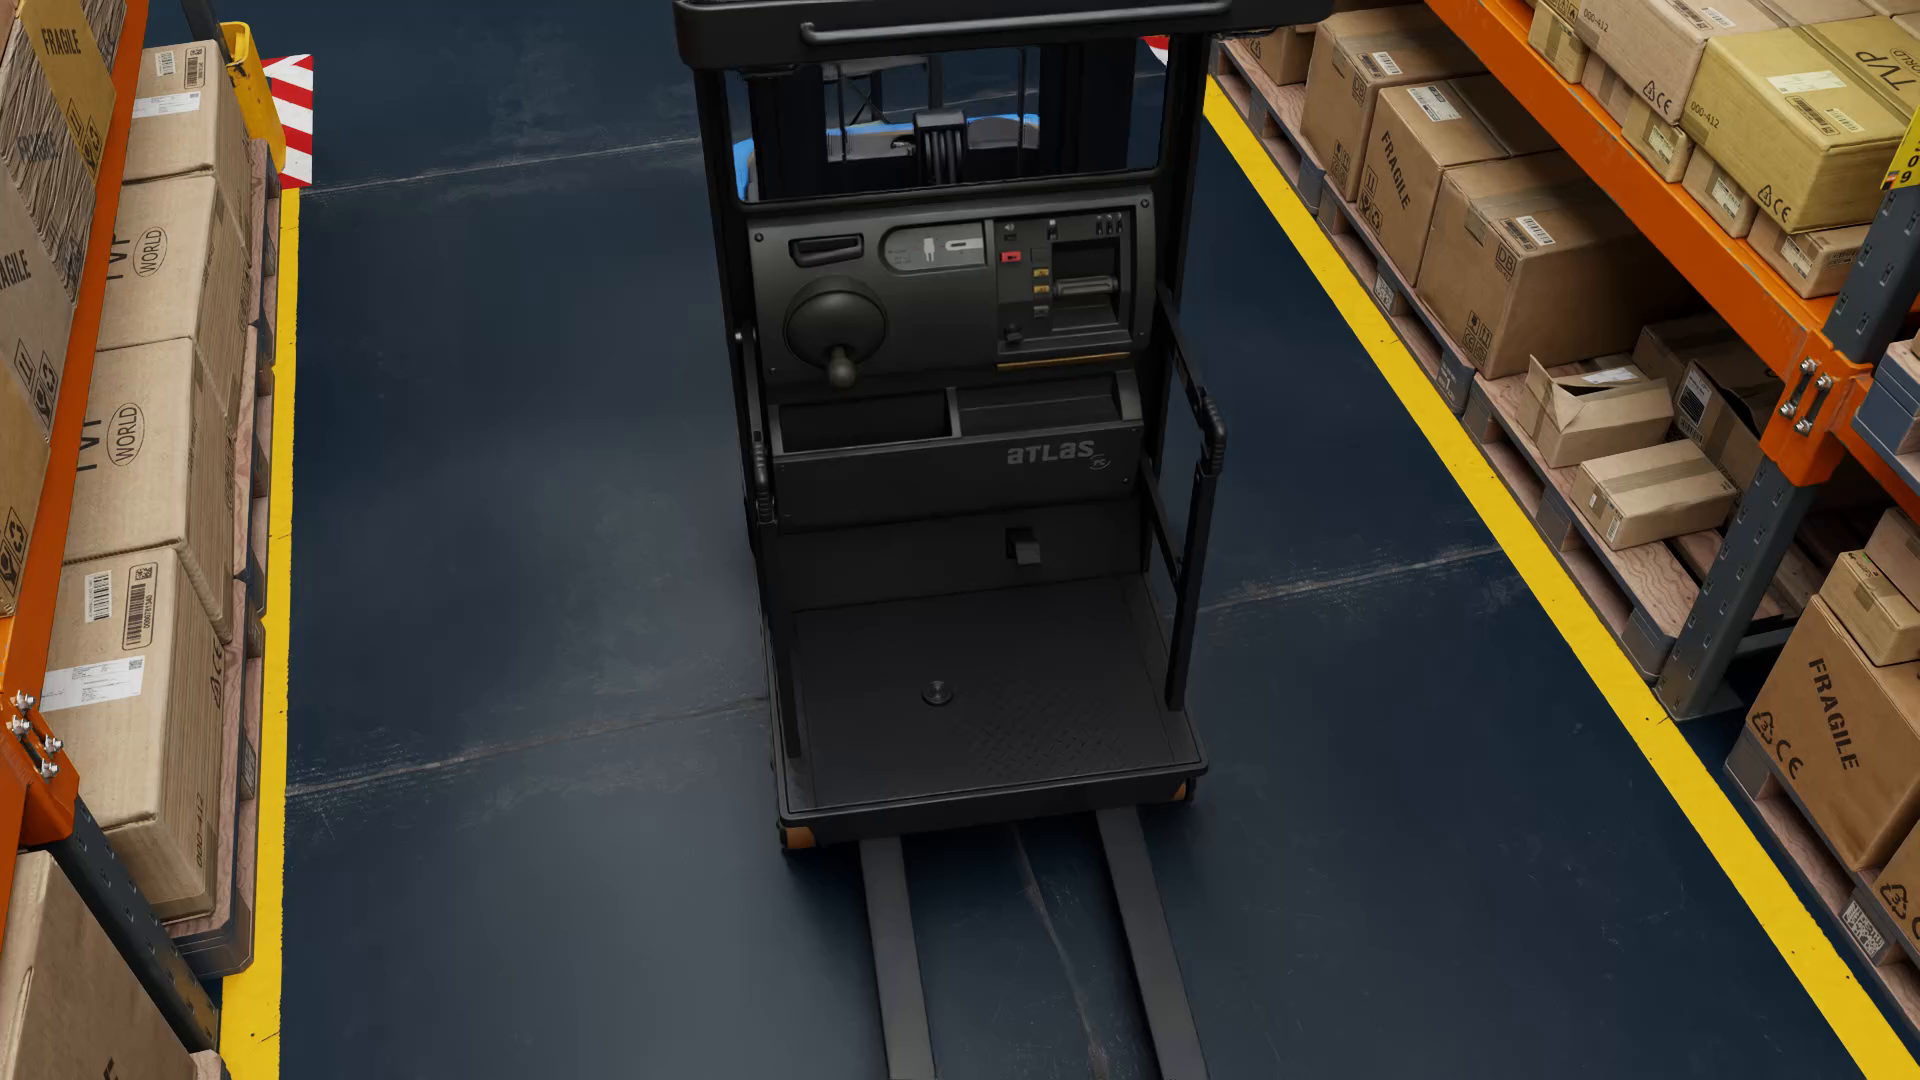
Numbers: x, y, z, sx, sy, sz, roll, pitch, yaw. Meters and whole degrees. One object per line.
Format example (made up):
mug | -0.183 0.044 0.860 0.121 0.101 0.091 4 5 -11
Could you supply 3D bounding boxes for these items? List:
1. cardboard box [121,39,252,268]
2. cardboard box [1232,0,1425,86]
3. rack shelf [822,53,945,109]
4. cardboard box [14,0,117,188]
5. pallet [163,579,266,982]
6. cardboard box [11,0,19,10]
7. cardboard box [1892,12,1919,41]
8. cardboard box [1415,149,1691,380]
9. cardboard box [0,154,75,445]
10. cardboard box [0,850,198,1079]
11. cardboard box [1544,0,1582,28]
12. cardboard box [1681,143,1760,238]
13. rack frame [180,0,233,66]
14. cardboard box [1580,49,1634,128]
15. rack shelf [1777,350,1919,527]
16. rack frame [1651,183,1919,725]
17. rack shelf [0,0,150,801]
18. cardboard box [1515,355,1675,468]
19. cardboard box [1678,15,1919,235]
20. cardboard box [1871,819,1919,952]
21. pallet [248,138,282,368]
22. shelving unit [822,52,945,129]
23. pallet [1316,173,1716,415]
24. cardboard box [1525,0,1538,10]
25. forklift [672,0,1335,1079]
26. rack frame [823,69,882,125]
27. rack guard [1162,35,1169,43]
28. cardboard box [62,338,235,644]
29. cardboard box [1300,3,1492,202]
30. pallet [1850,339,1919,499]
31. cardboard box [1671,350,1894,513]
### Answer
cardboard box | -3.054 -1.323 5.946 0.875 0.438 0.875 -12 47 -12
cardboard box | 1.543 -2.254 6.813 0.797 0.503 0.637 -12 47 -12
rack shelf | -0.358 -1.607 5.228 0.431 0.370 0.720 -13 47 -12
cardboard box | -2.540 -1.204 4.260 0.500 0.500 0.500 -9 46 -9
pallet | -2.414 0.688 4.428 1.003 0.211 1.213 -11 47 -10
cardboard box | -2.553 -1.561 3.910 0.500 0.500 0.500 -11 47 -11
cardboard box | 2.636 -1.102 4.126 0.500 0.250 0.500 -11 47 -11
cardboard box | 1.990 -0.939 5.526 0.700 0.500 0.500 -12 47 -12
cardboard box | -2.287 -0.504 3.574 0.500 0.500 0.500 -10 47 -10
cardboard box | -2.059 1.261 3.107 0.875 0.875 0.875 -9 46 -9
cardboard box | 1.878 -1.707 4.720 0.500 0.250 0.500 -11 47 -11
cardboard box | 2.089 -0.921 4.228 0.380 0.149 0.250 -10 46 -9
rack frame | -3.319 -2.510 5.610 1.000 3.000 0.127 -11 47 -10
cardboard box | 1.958 -1.282 4.582 0.380 0.149 0.250 -10 46 -9
rack shelf | 3.014 0.974 2.699 1.077 0.370 4.000 -11 47 -10
rack frame | 2.502 -0.659 3.796 1.000 3.000 0.127 -11 47 -10
rack shelf | -2.807 -0.878 4.514 1.077 0.370 4.000 -11 47 -10
cardboard box | 1.984 -0.426 5.188 0.396 0.266 0.258 -9 46 -9
cardboard box | 2.136 -1.018 4.044 0.500 0.250 0.500 -10 46 -9
cardboard box | 2.554 0.810 3.812 0.500 0.500 0.500 -11 47 -11
pallet | -3.039 -0.997 6.079 1.003 0.211 1.213 -11 47 -10
shelving unit | -0.358 -1.334 5.507 0.431 1.500 0.755 -13 47 -12
pallet | 2.011 -1.001 6.083 1.003 0.211 1.213 -11 47 -10
cardboard box | 1.907 -1.652 4.944 0.380 0.149 0.250 -10 46 -10
forklift | 0.025 -0.482 3.670 1.130 2.935 3.031 -6 46 -6
rack frame | -0.469 -1.583 5.751 0.400 1.500 0.023 -13 47 -12
rack guard | 1.498 -2.493 7.343 1.175 0.500 0.348 -11 47 -10
cardboard box | -2.582 -0.070 4.718 0.875 0.438 0.875 -12 47 -11
cardboard box | 1.724 -1.656 6.229 0.700 0.500 0.500 -9 46 -9
pallet | 2.601 -0.020 3.304 1.003 0.211 1.213 -11 47 -10
cardboard box | 2.561 -0.364 5.095 0.500 0.311 0.500 -9 46 -9
